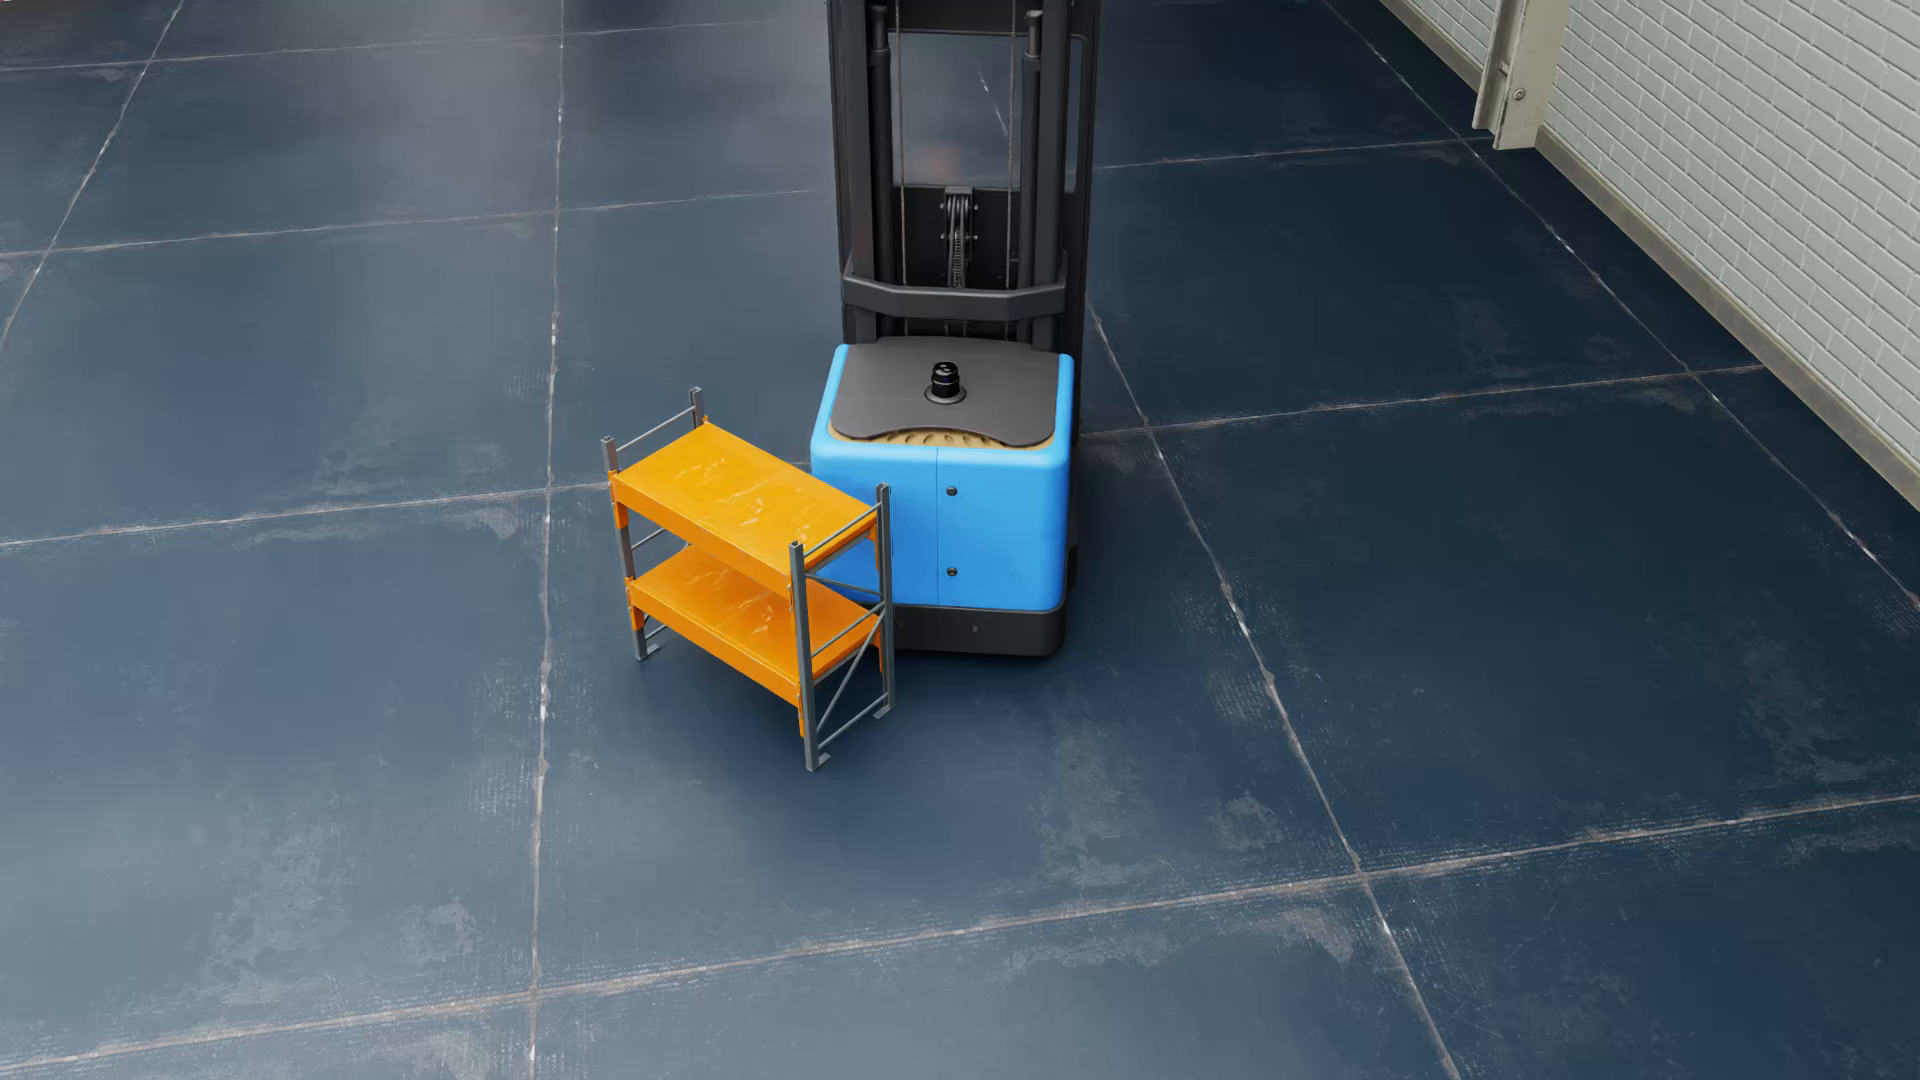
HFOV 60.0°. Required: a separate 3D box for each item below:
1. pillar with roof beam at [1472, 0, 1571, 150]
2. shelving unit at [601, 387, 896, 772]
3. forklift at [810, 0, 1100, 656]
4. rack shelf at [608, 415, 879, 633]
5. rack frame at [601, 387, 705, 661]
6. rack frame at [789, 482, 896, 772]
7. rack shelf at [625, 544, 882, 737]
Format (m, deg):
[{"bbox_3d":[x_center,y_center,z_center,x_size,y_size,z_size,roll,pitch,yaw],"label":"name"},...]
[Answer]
[{"bbox_3d":[-0.543,-5.832,7.922,9.100,9.000,0.400,-6,38,-8],"label":"pillar with roof beam"},{"bbox_3d":[-0.825,0.149,6.642,1.048,1.125,0.538,27,45,31],"label":"shelving unit"},{"bbox_3d":[0.035,-1.557,7.365,1.130,2.935,3.031,3,38,4],"label":"forklift"},{"bbox_3d":[-0.825,-0.082,6.462,1.000,0.278,0.538,27,45,31],"label":"rack shelf"},{"bbox_3d":[-1.213,-0.052,6.900,0.032,1.125,0.500,27,45,31],"label":"rack frame"},{"bbox_3d":[-0.436,0.350,6.383,0.032,1.125,0.500,27,45,31],"label":"rack frame"},{"bbox_3d":[-0.825,0.342,6.792,1.000,0.278,0.538,27,45,31],"label":"rack shelf"}]
